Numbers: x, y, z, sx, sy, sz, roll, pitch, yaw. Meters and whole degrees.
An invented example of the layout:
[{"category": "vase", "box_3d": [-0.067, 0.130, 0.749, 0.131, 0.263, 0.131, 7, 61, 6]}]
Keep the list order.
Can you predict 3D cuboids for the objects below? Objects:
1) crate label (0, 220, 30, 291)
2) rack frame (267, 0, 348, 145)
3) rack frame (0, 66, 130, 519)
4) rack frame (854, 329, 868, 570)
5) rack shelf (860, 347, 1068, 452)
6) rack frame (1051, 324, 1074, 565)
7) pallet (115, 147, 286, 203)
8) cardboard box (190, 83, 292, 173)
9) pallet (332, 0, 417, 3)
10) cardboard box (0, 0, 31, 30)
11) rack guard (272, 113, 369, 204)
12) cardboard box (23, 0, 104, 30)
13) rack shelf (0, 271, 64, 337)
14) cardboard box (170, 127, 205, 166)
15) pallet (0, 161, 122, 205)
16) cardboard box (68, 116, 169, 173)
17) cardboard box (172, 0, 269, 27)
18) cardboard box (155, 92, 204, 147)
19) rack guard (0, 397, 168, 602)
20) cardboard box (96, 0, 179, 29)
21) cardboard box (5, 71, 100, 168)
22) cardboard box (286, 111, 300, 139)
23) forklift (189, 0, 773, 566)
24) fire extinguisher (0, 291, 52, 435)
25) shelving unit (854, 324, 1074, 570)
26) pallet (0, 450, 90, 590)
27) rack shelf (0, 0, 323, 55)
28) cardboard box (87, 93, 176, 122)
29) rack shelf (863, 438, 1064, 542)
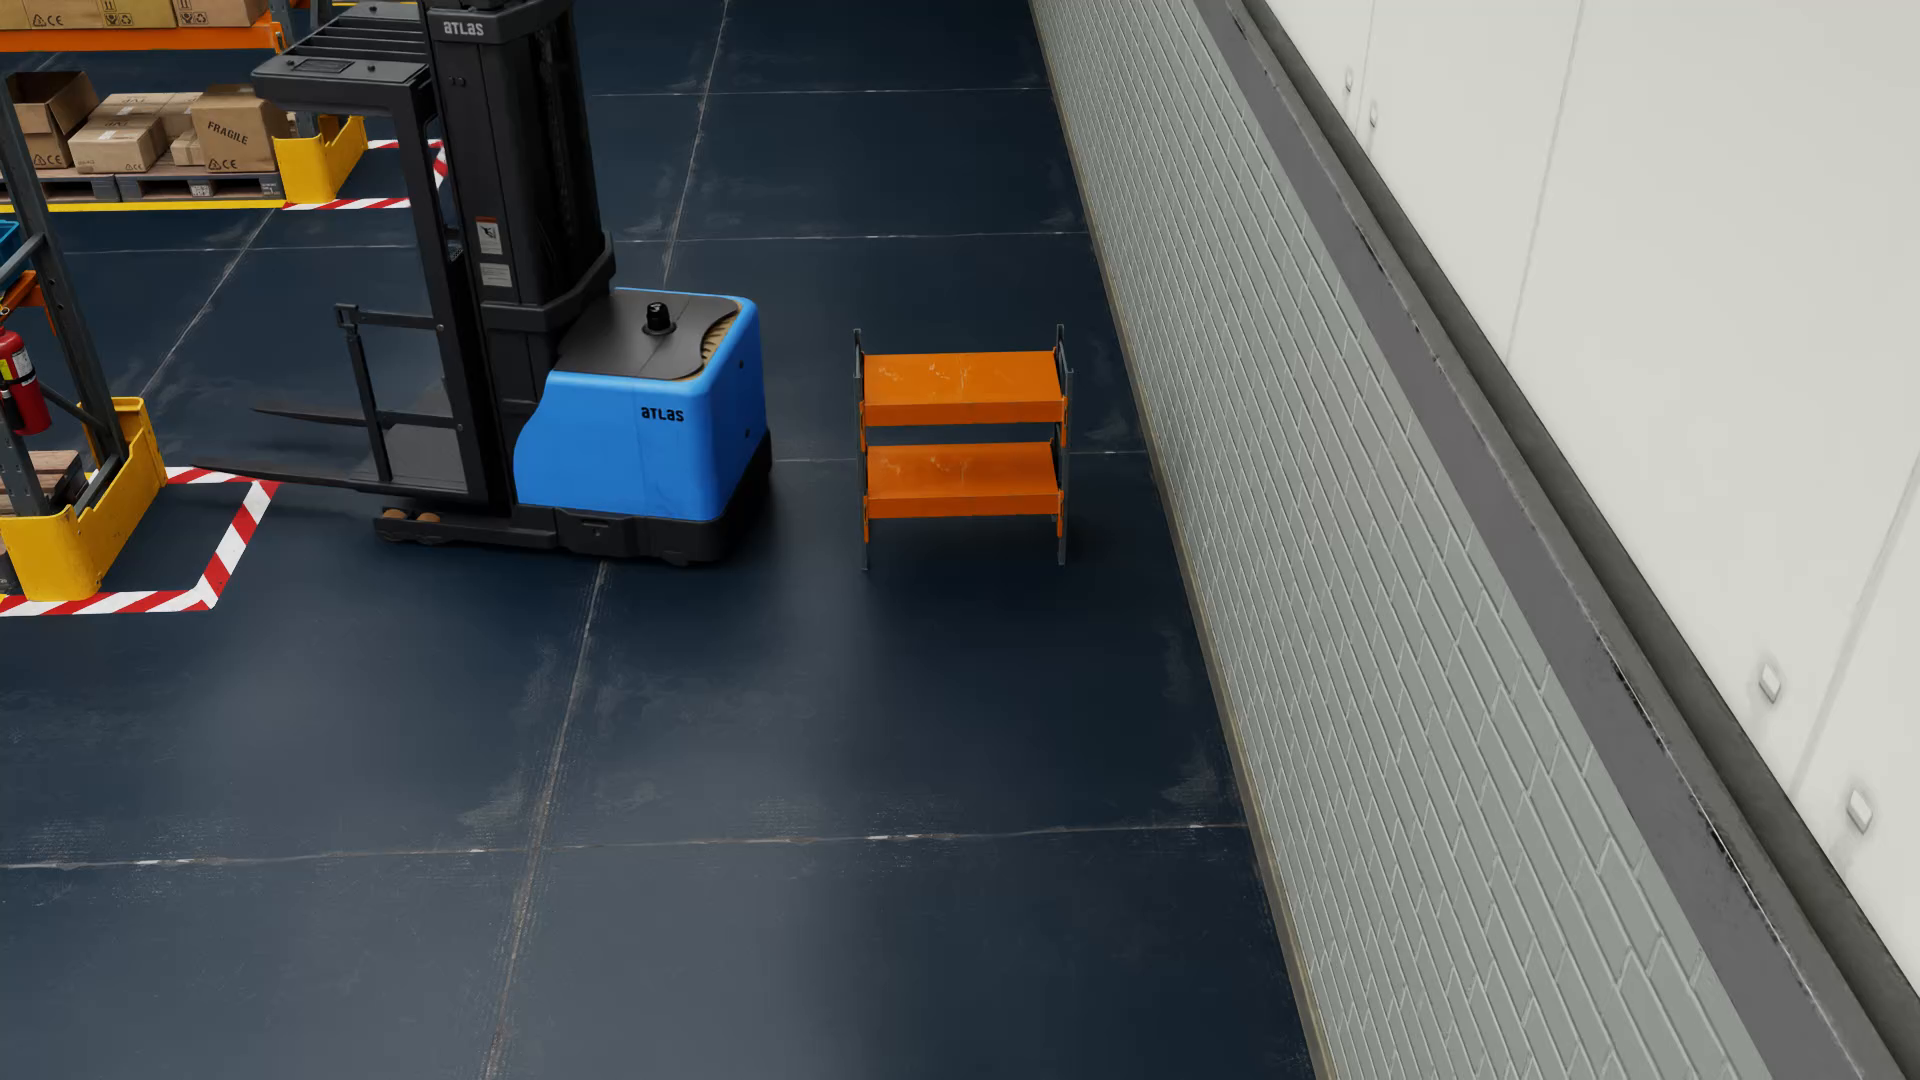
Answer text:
[{"category": "crate label", "box_3d": [-4.825, -1.388, 8.214, 0.303, 0.233, 0.416, -2, 35, -2]}, {"category": "rack frame", "box_3d": [-4.794, -4.067, 11.991, 0.127, 3.000, 1.000, -2, 35, -2]}, {"category": "rack frame", "box_3d": [-4.563, -1.252, 7.923, 0.127, 3.000, 1.000, -2, 35, -2]}, {"category": "rack frame", "box_3d": [-0.501, -0.449, 8.410, 0.032, 1.125, 0.500, -2, 35, -2]}, {"category": "rack shelf", "box_3d": [0.007, -0.703, 8.264, 1.000, 0.278, 0.538, -2, 35, -2]}, {"category": "rack frame", "box_3d": [0.515, -0.476, 8.450, 0.032, 1.125, 0.500, -2, 35, -2]}, {"category": "pallet", "box_3d": [-5.666, -2.896, 12.750, 1.213, 0.211, 1.003, -2, 35, -2]}, {"category": "cardboard box", "box_3d": [-5.325, -3.066, 12.354, 0.500, 0.500, 0.500, -2, 35, -2]}, {"category": "pallet", "box_3d": [-5.827, -5.670, 16.758, 1.213, 0.211, 1.003, -2, 35, -2]}, {"category": "cardboard box", "box_3d": [-6.748, -3.902, 11.664, 0.500, 0.500, 0.500, -2, 35, -3]}, {"category": "rack guard", "box_3d": [-4.870, -3.037, 12.700, 0.348, 0.500, 1.175, -2, 35, -2]}, {"category": "cardboard box", "box_3d": [-6.245, -3.915, 11.684, 0.500, 0.500, 0.500, -1, 35, -2]}, {"category": "rack shelf", "box_3d": [-6.561, -0.902, 8.049, 4.000, 0.370, 1.077, -2, 35, -2]}, {"category": "cardboard box", "box_3d": [-5.734, -2.969, 12.507, 0.250, 0.166, 0.380, -2, 35, -2]}, {"category": "pallet", "box_3d": [-6.882, -2.865, 12.705, 1.213, 0.211, 1.003, -2, 35, -2]}, {"category": "cardboard box", "box_3d": [-6.276, -2.954, 12.413, 0.500, 0.250, 0.500, -2, 35, -2]}, {"category": "cardboard box", "box_3d": [-5.228, -3.942, 11.722, 0.500, 0.500, 0.500, -1, 35, -1]}, {"category": "cardboard box", "box_3d": [-5.850, -3.251, 12.841, 0.500, 0.250, 0.500, -2, 35, -2]}, {"category": "rack guard", "box_3d": [-4.540, -0.232, 8.646, 0.348, 0.500, 1.175, -2, 35, -2]}, {"category": "cardboard box", "box_3d": [-5.746, -3.926, 11.699, 0.500, 0.500, 0.500, -1, 35, -2]}, {"category": "cardboard box", "box_3d": [-6.913, -3.167, 12.498, 0.637, 0.503, 0.797, -2, 35, -2]}, {"category": "cardboard box", "box_3d": [-5.228, -3.260, 12.943, 0.250, 0.149, 0.380, -2, 35, -2]}, {"category": "forklift", "box_3d": [-2.606, -1.469, 8.297, 3.031, 2.935, 1.130, 6, 35, 8]}, {"category": "fire extinguisher", "box_3d": [-4.391, -0.812, 7.683, 0.183, 0.674, 0.296, -2, 35, -2]}, {"category": "shelving unit", "box_3d": [0.007, -0.463, 8.430, 1.048, 1.125, 0.538, -2, 35, -2]}, {"category": "pallet", "box_3d": [-5.389, -0.105, 8.716, 1.213, 0.211, 1.003, -2, 35, -2]}, {"category": "rack shelf", "box_3d": [-6.792, -3.718, 12.118, 4.000, 0.370, 1.077, -2, 35, -2]}, {"category": "cardboard box", "box_3d": [-6.349, -3.237, 12.821, 0.500, 0.250, 0.500, -2, 35, -2]}, {"category": "rack shelf", "box_3d": [0.007, -0.262, 8.569, 1.000, 0.278, 0.538, -2, 35, -2]}]
